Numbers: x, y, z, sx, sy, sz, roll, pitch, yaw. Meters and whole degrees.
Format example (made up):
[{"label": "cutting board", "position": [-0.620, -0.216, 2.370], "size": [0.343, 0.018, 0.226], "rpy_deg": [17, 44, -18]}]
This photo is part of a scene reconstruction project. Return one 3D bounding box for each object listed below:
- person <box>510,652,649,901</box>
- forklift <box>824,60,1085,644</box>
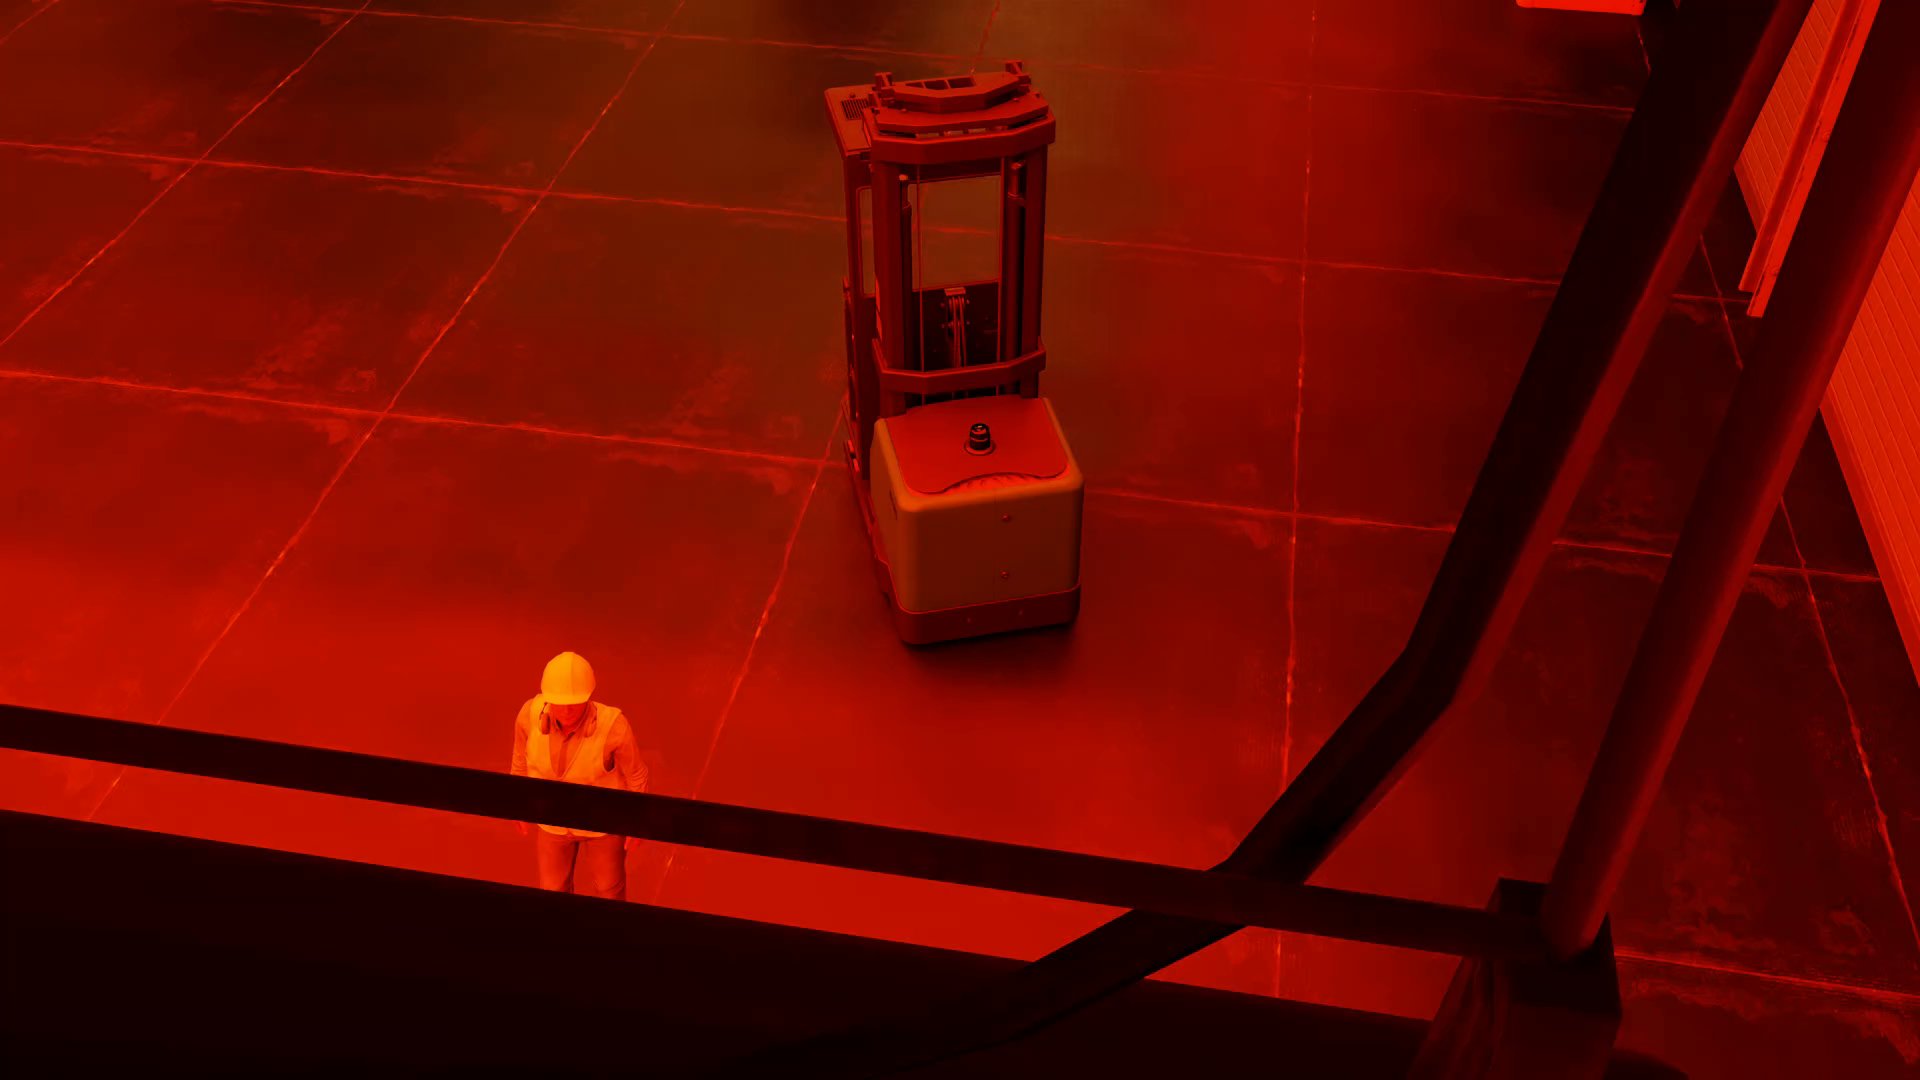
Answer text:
[{"label": "person", "position": [-1.686, 1.251, 7.314], "size": [0.634, 1.775, 0.566], "rpy_deg": [5, 41, 5]}, {"label": "forklift", "position": [-0.128, -1.496, 9.597], "size": [1.130, 2.935, 3.031], "rpy_deg": [-8, 42, -9]}]
